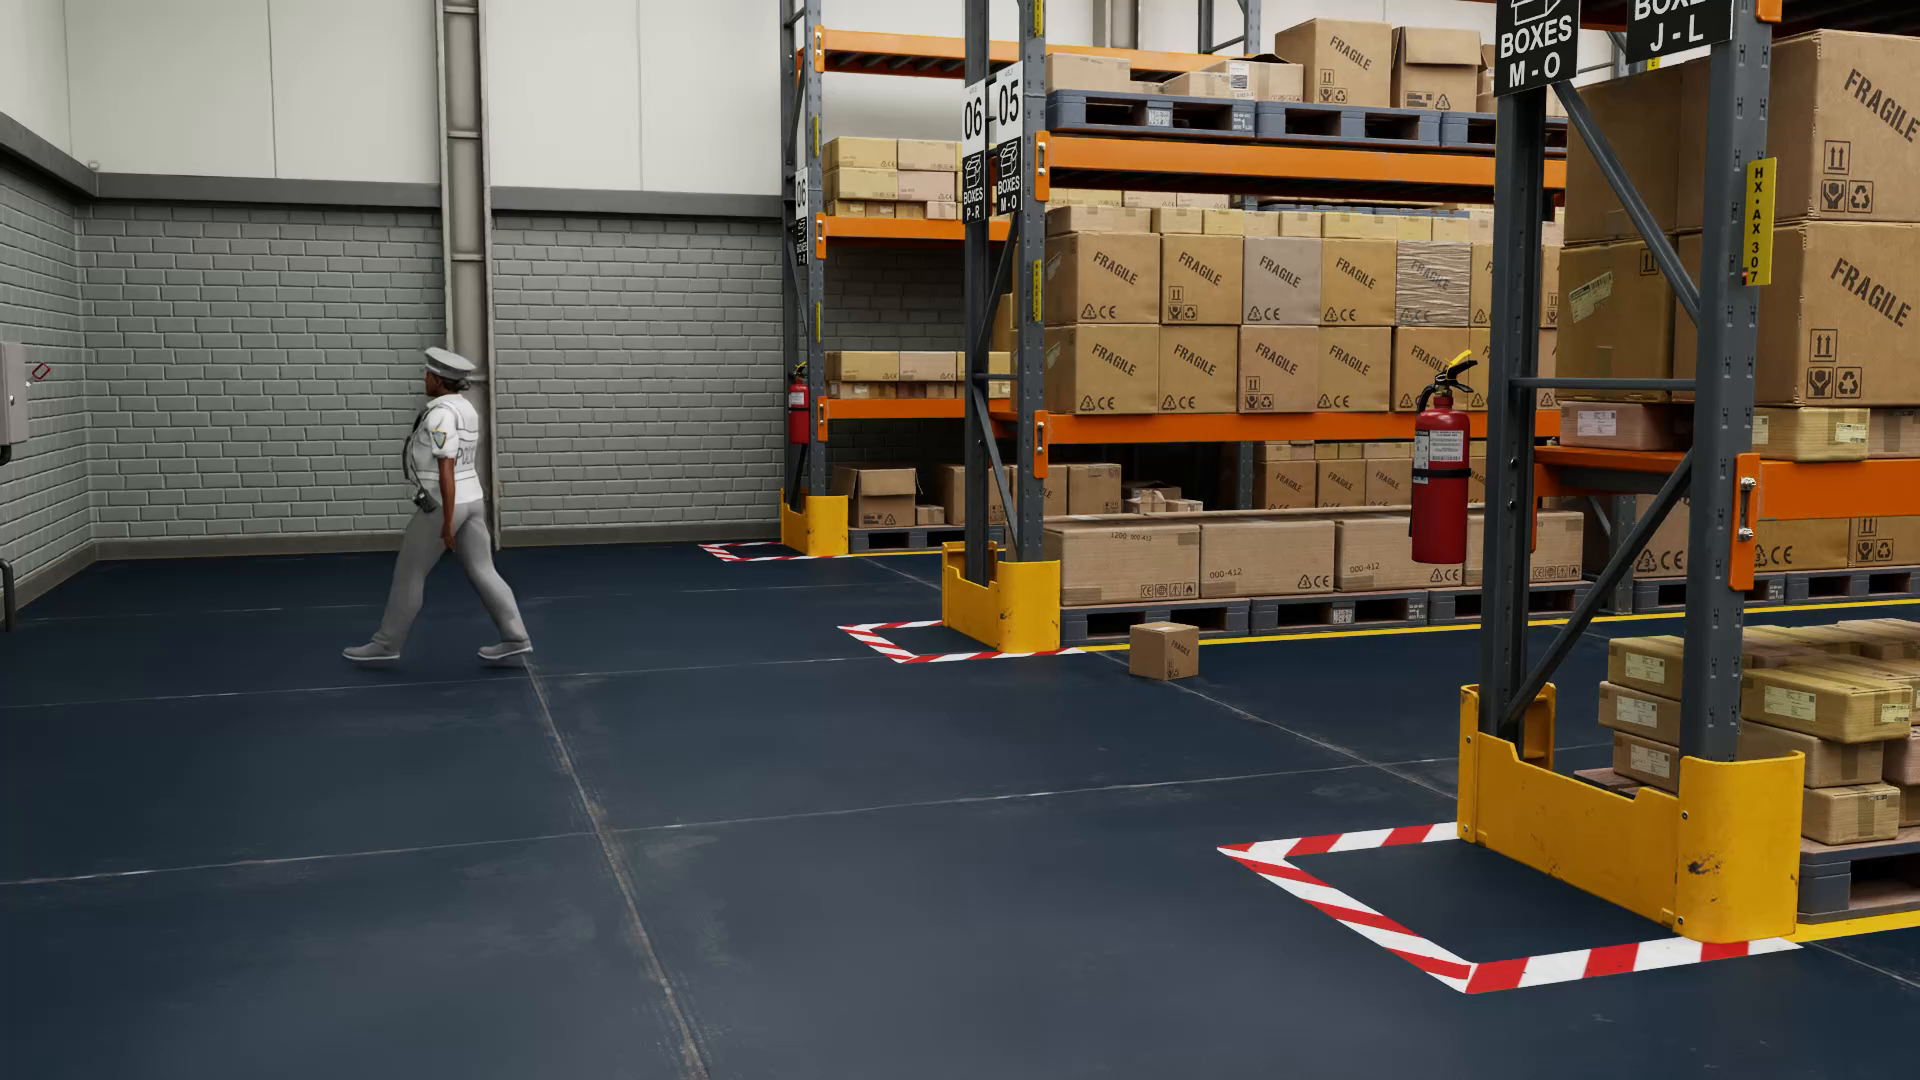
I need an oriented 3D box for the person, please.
[{"bbox_3d":[-2.720,-0.187,8.648,0.980,1.630,0.477,1,6,11],"label":"person"}]
